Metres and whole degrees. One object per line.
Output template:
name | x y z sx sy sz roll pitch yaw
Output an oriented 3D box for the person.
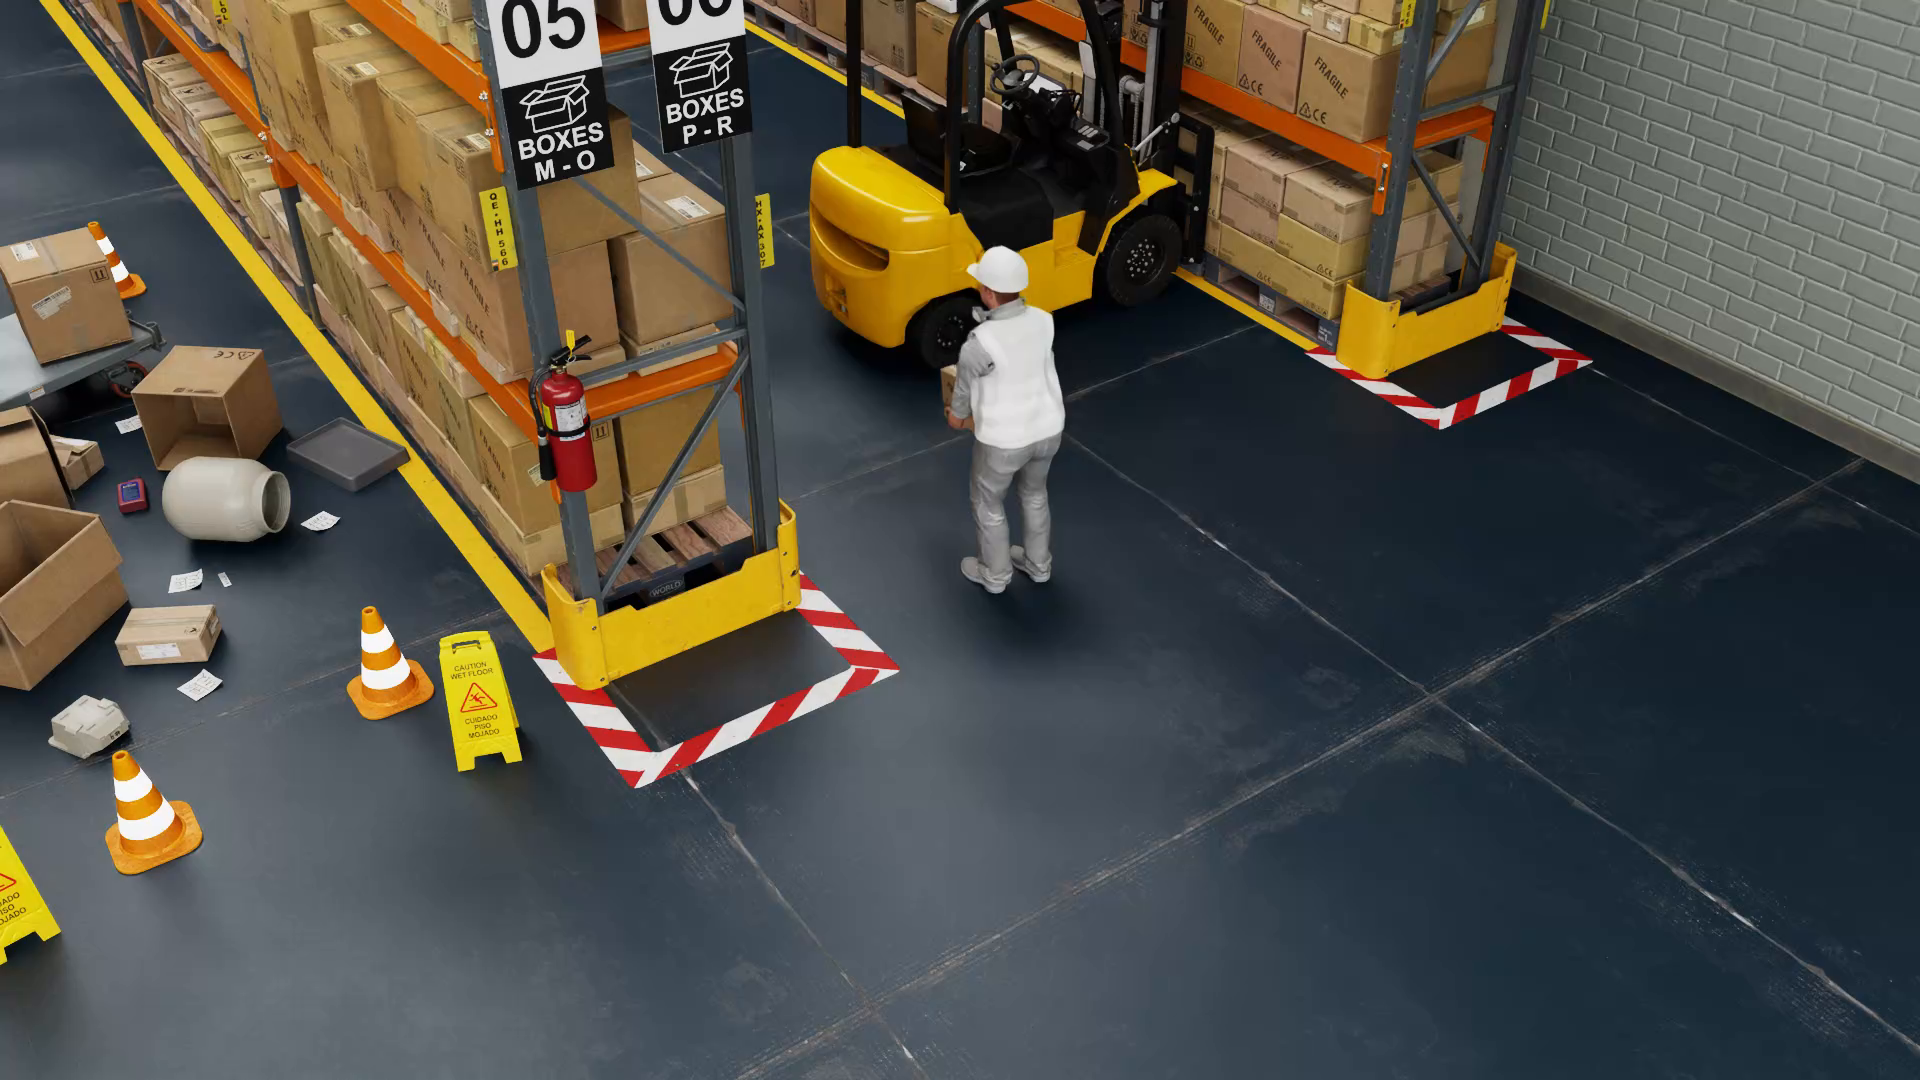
person | 0.190 -0.551 7.748 0.487 1.765 0.577 -23 42 -28
